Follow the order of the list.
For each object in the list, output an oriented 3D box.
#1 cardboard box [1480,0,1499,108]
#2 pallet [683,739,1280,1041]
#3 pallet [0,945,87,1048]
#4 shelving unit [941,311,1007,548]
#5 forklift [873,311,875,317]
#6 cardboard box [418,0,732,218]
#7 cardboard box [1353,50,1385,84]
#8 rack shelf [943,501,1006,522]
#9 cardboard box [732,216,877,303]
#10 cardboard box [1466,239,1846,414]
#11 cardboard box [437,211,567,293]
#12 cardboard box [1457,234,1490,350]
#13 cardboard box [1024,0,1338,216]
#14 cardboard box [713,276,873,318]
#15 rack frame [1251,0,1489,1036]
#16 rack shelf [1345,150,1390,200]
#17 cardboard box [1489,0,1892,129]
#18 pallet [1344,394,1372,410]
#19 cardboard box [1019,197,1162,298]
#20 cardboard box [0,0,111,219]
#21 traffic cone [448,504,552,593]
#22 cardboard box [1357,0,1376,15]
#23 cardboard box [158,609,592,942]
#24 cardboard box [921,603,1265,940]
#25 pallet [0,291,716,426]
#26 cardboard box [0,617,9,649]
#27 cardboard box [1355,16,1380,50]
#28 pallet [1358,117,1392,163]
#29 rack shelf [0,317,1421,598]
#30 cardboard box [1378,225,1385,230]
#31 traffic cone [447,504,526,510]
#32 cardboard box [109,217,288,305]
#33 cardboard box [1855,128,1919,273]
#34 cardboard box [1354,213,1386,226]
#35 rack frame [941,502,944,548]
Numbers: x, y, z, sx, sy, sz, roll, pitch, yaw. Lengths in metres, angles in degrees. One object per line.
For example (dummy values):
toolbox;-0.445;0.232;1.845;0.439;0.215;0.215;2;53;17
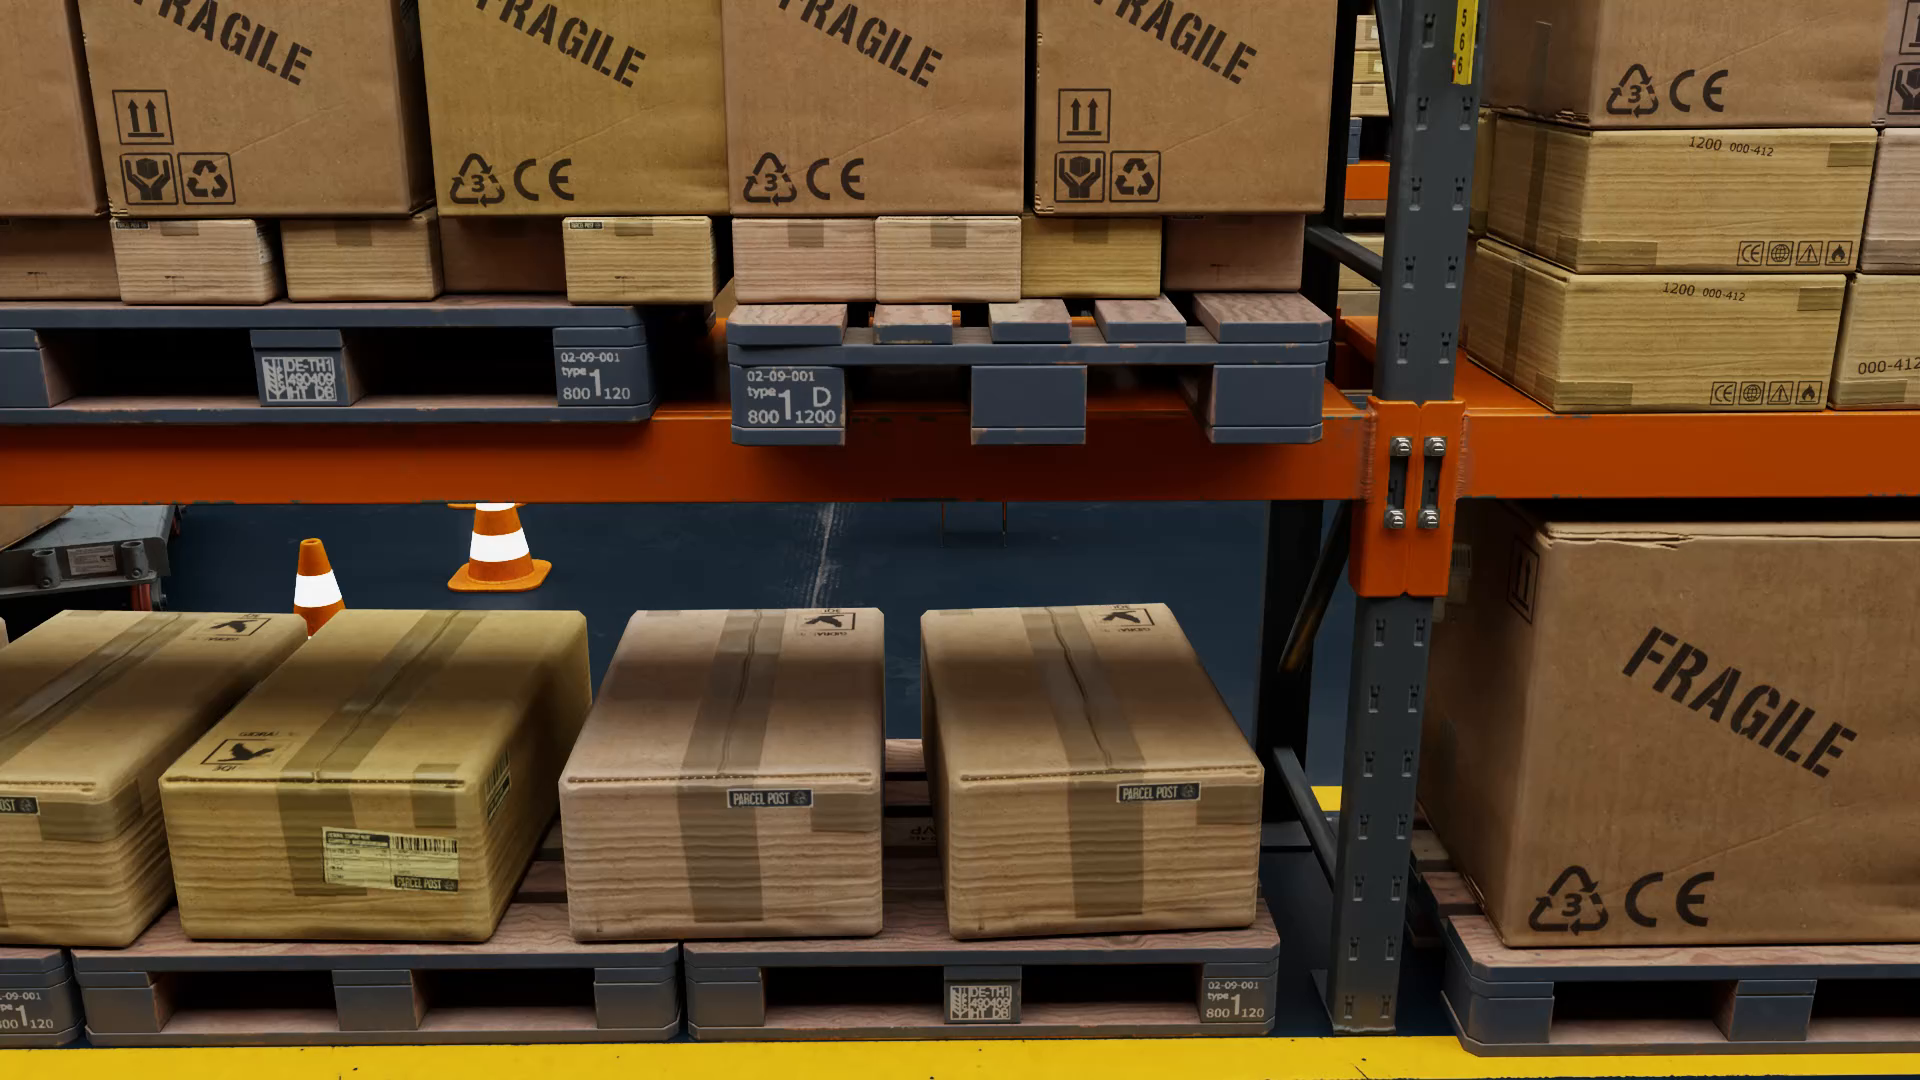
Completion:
cardboard box;1.331;-1.175;3.500;0.500;0.500;0.500;-1;18;-2
pallet;0.036;0.762;3.827;1.213;0.211;1.003;0;18;-1
pallet;-2.403;0.774;3.790;1.213;0.211;1.003;0;18;-1
shelving unit;0.053;-0.500;6.388;0.252;1.050;0.215;0;18;-1
forklift;-0.994;-2.825;10.557;3.031;2.935;1.130;0;18;0
cardboard box;-0.654;-0.863;2.988;0.500;0.500;0.500;-1;18;-5
cardboard box;1.915;-2.249;7.885;0.250;0.149;0.380;0;18;-1
rack shelf;0.053;-0.225;6.476;0.240;0.259;0.215;0;18;-1
cardboard box;-0.276;-0.539;3.041;0.250;0.149;0.380;-1;18;-3
cardboard box;1.311;-0.423;3.202;0.500;0.250;0.500;-1;18;-2
cardboard box;-0.804;-0.571;3.140;0.250;0.149;0.380;0;18;0
cardboard box;1.319;-0.579;3.689;0.500;0.250;0.500;-1;18;-3
cardboard box;0.368;-0.871;3.015;0.500;0.500;0.500;-1;18;-2
cardboard box;-0.846;-1.229;8.462;0.750;0.750;1.050;0;18;0
rack frame;0.818;-0.569;3.411;0.127;3.000;1.000;0;18;-1
rack shelf;2.638;-1.748;8.262;4.000;0.370;1.077;0;18;-1
cardboard box;1.315;-1.021;3.018;0.500;0.500;0.500;-1;18;-3
pallet;1.420;-0.756;8.559;1.213;0.211;1.003;0;18;-1
cardboard box;0.227;-0.553;3.083;0.250;0.149;0.380;0;18;0
cardboard box;-1.713;-0.855;2.963;0.500;0.500;0.500;0;18;-1
traffic cone;-1.690;-0.082;6.046;0.334;0.463;0.336;0;18;-1
cardboard box;3.336;-4.135;12.721;0.637;0.503;0.797;0;18;0
cardboard box;-1.243;0.490;3.725;0.625;0.372;0.950;0;18;1
cardboard box;0.253;0.482;3.749;0.625;0.372;0.950;-1;18;-5
pallet;-1.161;-0.456;3.372;1.213;0.211;1.003;0;18;-1
cardboard box;-2.657;0.498;3.698;0.625;0.372;0.950;0;18;0
cardboard box;1.882;-2.390;7.838;0.250;0.149;0.380;-1;18;-3
pallet;2.617;-2.011;8.220;1.213;0.211;1.003;0;18;-1
rack shelf;-1.182;-0.217;3.491;4.000;0.370;1.077;0;18;-1
cardboard box;2.334;-1.378;8.108;0.500;0.250;0.500;0;18;0
traffic cone;-1.996;-0.399;7.032;0.334;0.463;0.336;0;18;-1
cardboard box;-1.321;-0.534;3.026;0.250;0.149;0.380;0;18;1
cardboard box;1.845;-0.665;3.137;0.500;0.250;0.500;0;18;0
cardboard box;2.331;-1.534;8.596;0.500;0.250;0.500;0;18;0
rack frame;-0.068;-0.500;6.386;0.008;1.050;0.200;0;18;-1
